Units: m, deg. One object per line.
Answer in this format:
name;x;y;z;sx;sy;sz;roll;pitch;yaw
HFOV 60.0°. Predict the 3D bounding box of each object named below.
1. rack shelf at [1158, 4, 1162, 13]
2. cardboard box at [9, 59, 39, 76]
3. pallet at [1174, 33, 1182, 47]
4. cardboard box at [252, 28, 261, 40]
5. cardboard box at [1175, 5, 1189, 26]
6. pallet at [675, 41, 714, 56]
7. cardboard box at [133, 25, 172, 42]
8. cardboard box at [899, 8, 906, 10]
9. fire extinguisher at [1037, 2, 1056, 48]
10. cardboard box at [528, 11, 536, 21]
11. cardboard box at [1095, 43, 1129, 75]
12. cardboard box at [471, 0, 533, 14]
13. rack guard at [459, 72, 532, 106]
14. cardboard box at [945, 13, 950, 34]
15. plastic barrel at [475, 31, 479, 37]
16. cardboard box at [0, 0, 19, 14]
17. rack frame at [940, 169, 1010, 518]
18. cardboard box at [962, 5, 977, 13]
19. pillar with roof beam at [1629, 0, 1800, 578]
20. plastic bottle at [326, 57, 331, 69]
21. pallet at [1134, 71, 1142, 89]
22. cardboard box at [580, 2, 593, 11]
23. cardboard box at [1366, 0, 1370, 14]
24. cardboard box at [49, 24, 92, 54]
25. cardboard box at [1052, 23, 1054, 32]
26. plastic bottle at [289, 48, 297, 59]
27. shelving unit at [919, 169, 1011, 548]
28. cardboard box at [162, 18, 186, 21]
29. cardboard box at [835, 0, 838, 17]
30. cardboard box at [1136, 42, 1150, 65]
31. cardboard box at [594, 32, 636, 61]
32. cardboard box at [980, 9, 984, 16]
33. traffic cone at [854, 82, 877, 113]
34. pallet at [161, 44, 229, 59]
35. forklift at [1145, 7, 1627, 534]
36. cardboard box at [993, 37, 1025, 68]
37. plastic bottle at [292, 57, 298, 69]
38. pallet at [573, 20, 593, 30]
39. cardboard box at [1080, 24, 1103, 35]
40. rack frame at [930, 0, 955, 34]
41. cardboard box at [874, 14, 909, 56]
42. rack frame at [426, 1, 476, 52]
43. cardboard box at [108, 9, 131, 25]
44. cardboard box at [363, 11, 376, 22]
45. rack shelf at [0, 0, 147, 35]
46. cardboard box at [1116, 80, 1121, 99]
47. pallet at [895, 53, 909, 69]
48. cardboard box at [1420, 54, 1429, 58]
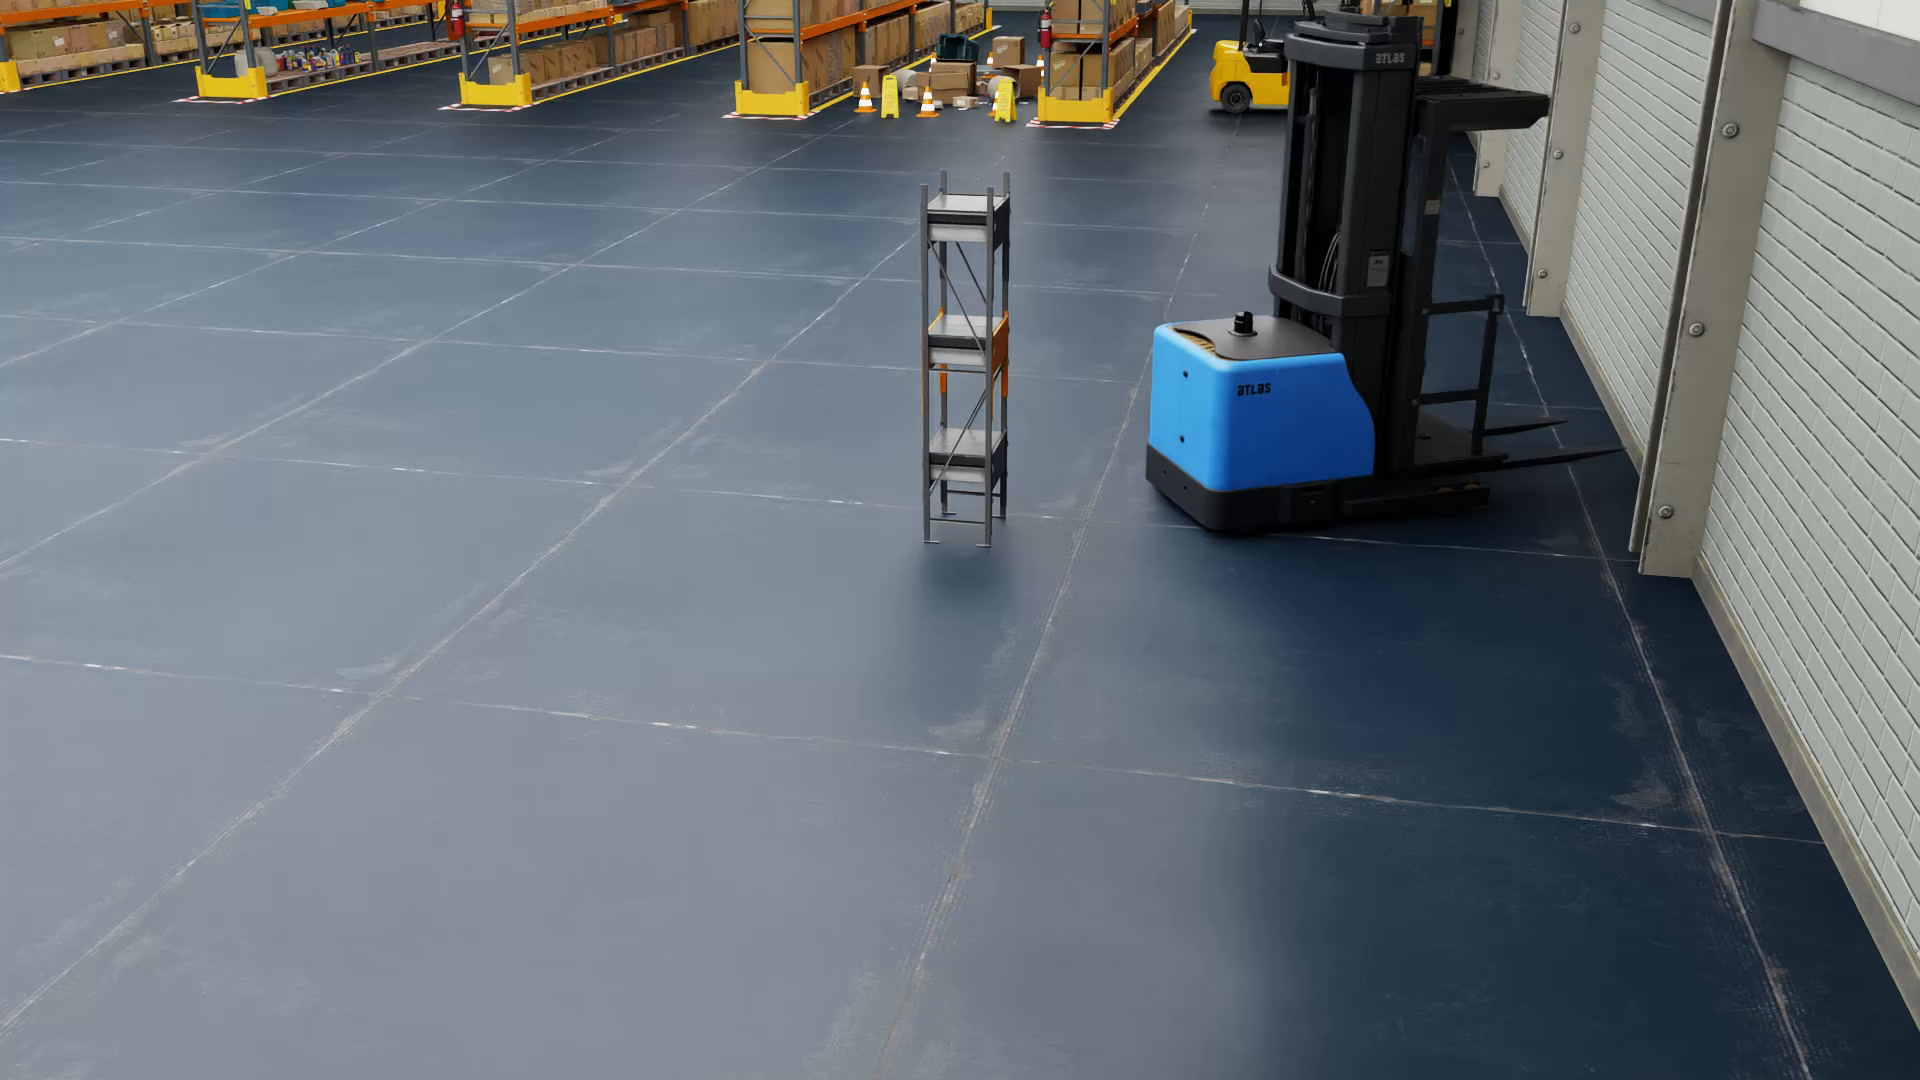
rack shelf;3.854;-11.358;35.002;1.077;0.370;4.000;4;22;11
cardboard box;-17.258;-8.645;30.421;0.500;0.250;0.500;4;22;11
pallet;4.494;-11.401;37.881;1.003;0.211;1.213;4;22;11
cardboard box;-15.822;-11.180;36.717;0.500;0.250;0.500;5;22;12
cardboard box;5.041;-12.643;40.098;0.875;0.438;0.875;4;22;9
pallet;-6.021;-10.704;36.150;1.003;0.211;1.213;4;22;11
cardboard box;-16.441;-10.321;33.832;0.500;0.311;0.500;5;22;11
cardboard box;-1.446;-11.139;35.277;0.500;0.250;0.500;5;22;12
fire extinguisher;1.339;-7.992;25.785;0.296;0.674;0.183;4;22;11
cardboard box;-7.461;-8.939;28.371;0.380;0.149;0.250;4;22;11
cardboard box;2.566;-8.155;28.201;0.500;0.500;0.500;6;23;14
cardboard box;-7.749;-9.173;28.083;0.875;0.500;0.500;4;22;11
rack guard;-7.873;-7.658;28.199;1.175;0.500;0.348;4;22;11
cardboard box;-0.509;-11.509;37.198;0.500;0.500;0.500;4;22;10
plastic barrel;-10.994;-11.527;37.228;0.421;0.512;0.421;0;22;0
cardboard box;-17.478;-9.762;29.944;0.700;0.500;0.500;4;22;11
rack frame;0.084;-1.124;9.833;0.400;2.100;0.015;4;22;11
cardboard box;0.200;-12.777;40.022;0.380;0.149;0.250;5;23;13
pillar with roof beam;-0.190;-4.371;8.661;9.100;9.000;0.400;4;22;11
plastic bottle;-11.910;-8.986;31.307;0.097;0.201;0.097;0;22;0
pallet;2.787;-8.488;30.648;1.003;0.211;1.213;4;22;11
cardboard box;-6.940;-9.757;30.402;0.380;0.149;0.250;4;22;11
cardboard box;7.143;-9.024;28.111;0.500;0.500;0.500;4;22;9
cardboard box;-16.950;-9.541;31.643;0.500;0.500;0.500;4;22;11
cardboard box;1.623;-8.172;26.465;0.380;0.149;0.250;4;22;10
plastic bottle;-12.617;-9.117;31.433;0.144;0.351;0.185;4;22;10
shelving unit;0.034;-1.035;9.612;0.431;2.100;0.503;4;22;11
cardboard box;-16.657;-10.915;35.308;0.500;0.311;0.500;4;22;10
cardboard box;-2.616;-9.380;28.927;0.875;0.550;0.550;4;22;11
cardboard box;3.178;-9.459;32.281;0.950;0.372;0.625;4;22;10
cardboard box;-6.810;-9.693;32.663;0.700;0.500;0.500;4;22;11
cardboard box;0.383;-13.022;41.027;0.380;0.149;0.250;4;22;9
traffic cone;-1.555;-7.284;27.320;0.336;0.463;0.334;4;22;11
pallet;-16.410;-10.435;35.482;1.003;0.211;1.213;4;22;11
forklift;2.762;-1.697;10.144;3.031;2.935;1.130;-7;23;-16
cardboard box;0.881;-8.813;30.055;0.500;0.500;0.500;4;22;11
plastic bottle;-12.528;-8.987;31.309;0.097;0.201;0.097;0;22;0
pallet;-9.930;-12.982;41.804;1.003;0.211;1.213;4;22;11
cardboard box;2.085;-8.026;26.103;0.380;0.149;0.250;5;22;11
rack frame;-0.605;-12.763;37.529;1.000;3.000;0.127;4;22;11
cardboard box;-1.633;-10.236;33.703;1.050;0.750;0.750;4;22;10
rack frame;-11.105;-12.093;35.865;1.000;3.000;0.127;4;22;11
cardboard box;-20.340;-12.625;39.500;0.750;0.750;0.750;4;22;11
cardboard box;-14.839;-13.029;41.199;0.500;0.311;0.500;4;22;11
rack shelf;-17.177;-9.944;31.492;1.077;0.370;4.000;4;22;11
cardboard box;2.360;-7.414;27.364;0.500;0.250;0.500;5;23;13
pallet;-1.656;-9.724;33.716;1.003;0.211;1.213;4;22;11
cardboard box;7.167;-7.567;26.406;0.500;0.250;0.500;4;22;11
